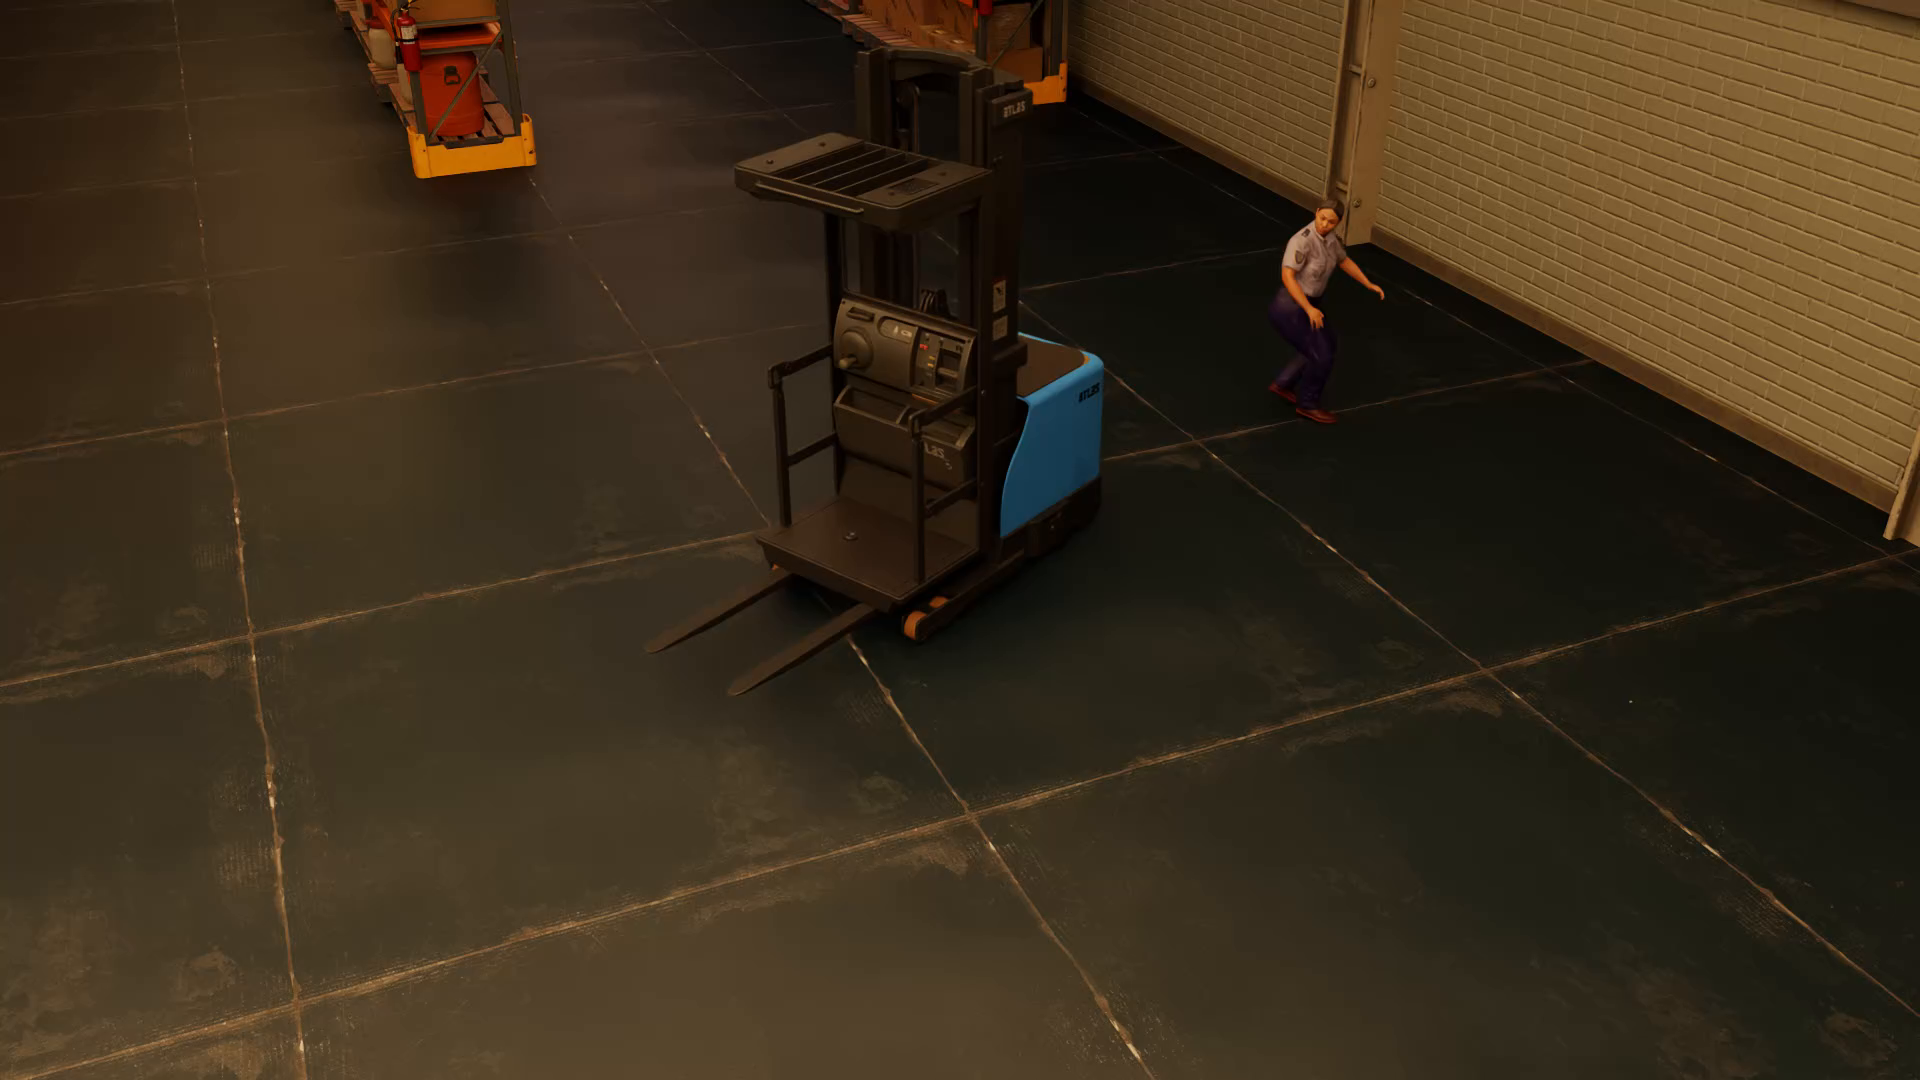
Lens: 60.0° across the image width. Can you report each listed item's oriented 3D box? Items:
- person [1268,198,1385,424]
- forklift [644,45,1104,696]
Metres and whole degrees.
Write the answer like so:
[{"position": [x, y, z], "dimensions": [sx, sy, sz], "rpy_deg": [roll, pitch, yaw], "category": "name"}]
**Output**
[{"position": [2.452, -1.536, 11.210], "dimensions": [0.705, 1.540, 0.760], "rpy_deg": [14, 33, 23], "category": "person"}, {"position": [-0.442, -0.996, 8.862], "dimensions": [1.130, 2.935, 3.031], "rpy_deg": [22, 36, 33], "category": "forklift"}]
